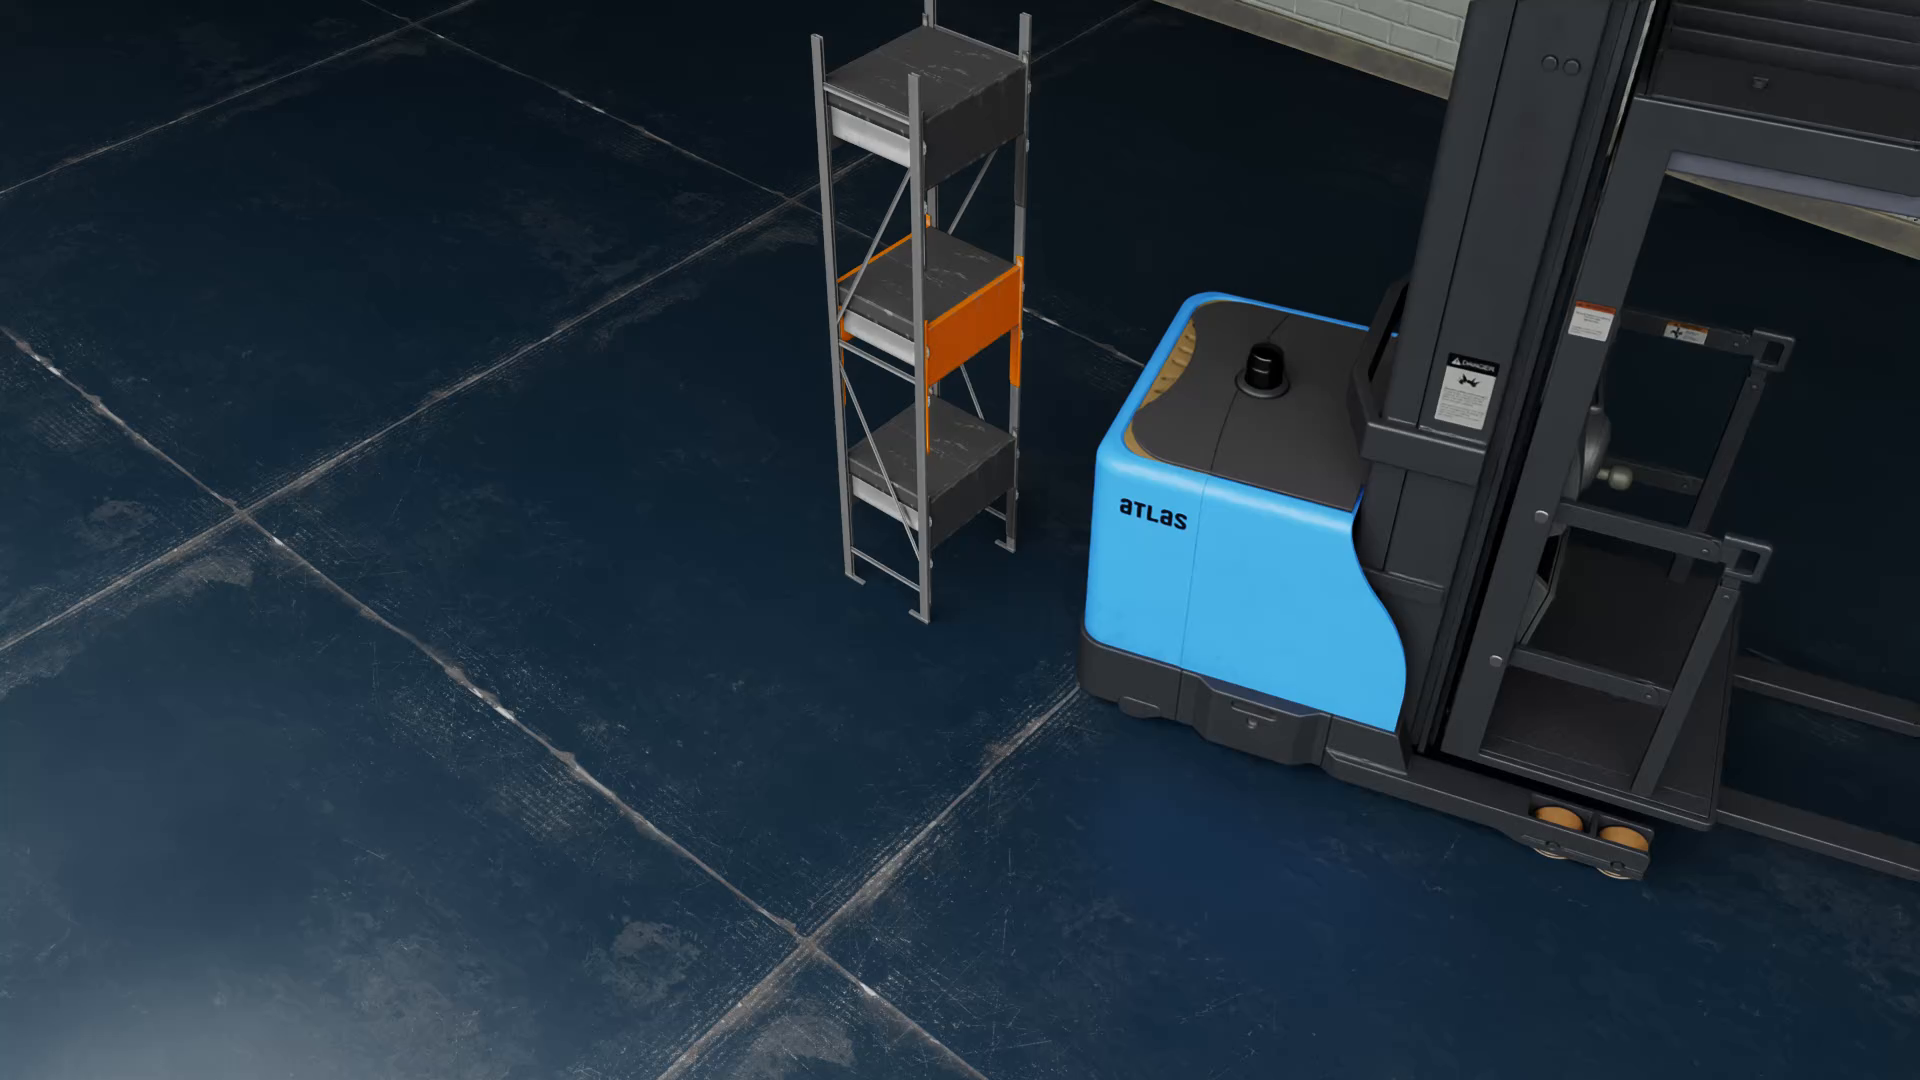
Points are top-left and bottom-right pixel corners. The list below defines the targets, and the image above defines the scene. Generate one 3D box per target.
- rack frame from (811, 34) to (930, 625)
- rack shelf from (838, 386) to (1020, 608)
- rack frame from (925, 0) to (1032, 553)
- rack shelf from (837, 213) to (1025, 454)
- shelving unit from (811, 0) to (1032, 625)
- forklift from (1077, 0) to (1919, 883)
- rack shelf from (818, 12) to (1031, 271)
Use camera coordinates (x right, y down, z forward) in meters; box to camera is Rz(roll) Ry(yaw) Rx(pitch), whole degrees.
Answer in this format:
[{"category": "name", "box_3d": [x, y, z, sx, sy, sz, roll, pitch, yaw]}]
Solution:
[{"category": "rack frame", "box_3d": [-0.264, -0.566, 5.312, 0.400, 2.100, 0.015, 29, 50, 28]}, {"category": "rack shelf", "box_3d": [-0.107, -0.164, 5.930, 0.431, 0.518, 0.480, 29, 50, 28]}, {"category": "rack frame", "box_3d": [0.051, -0.817, 5.588, 0.400, 2.100, 0.015, 29, 50, 28]}, {"category": "rack shelf", "box_3d": [-0.107, -0.682, 5.459, 0.431, 0.518, 0.480, 29, 50, 28]}, {"category": "shelving unit", "box_3d": [-0.107, -0.692, 5.450, 0.431, 2.100, 0.503, 29, 50, 28]}, {"category": "forklift", "box_3d": [1.960, -0.454, 4.570, 3.031, 2.935, 1.130, 16, 45, 17]}, {"category": "rack shelf", "box_3d": [-0.107, -1.199, 4.988, 0.431, 0.518, 0.480, 29, 50, 28]}]
